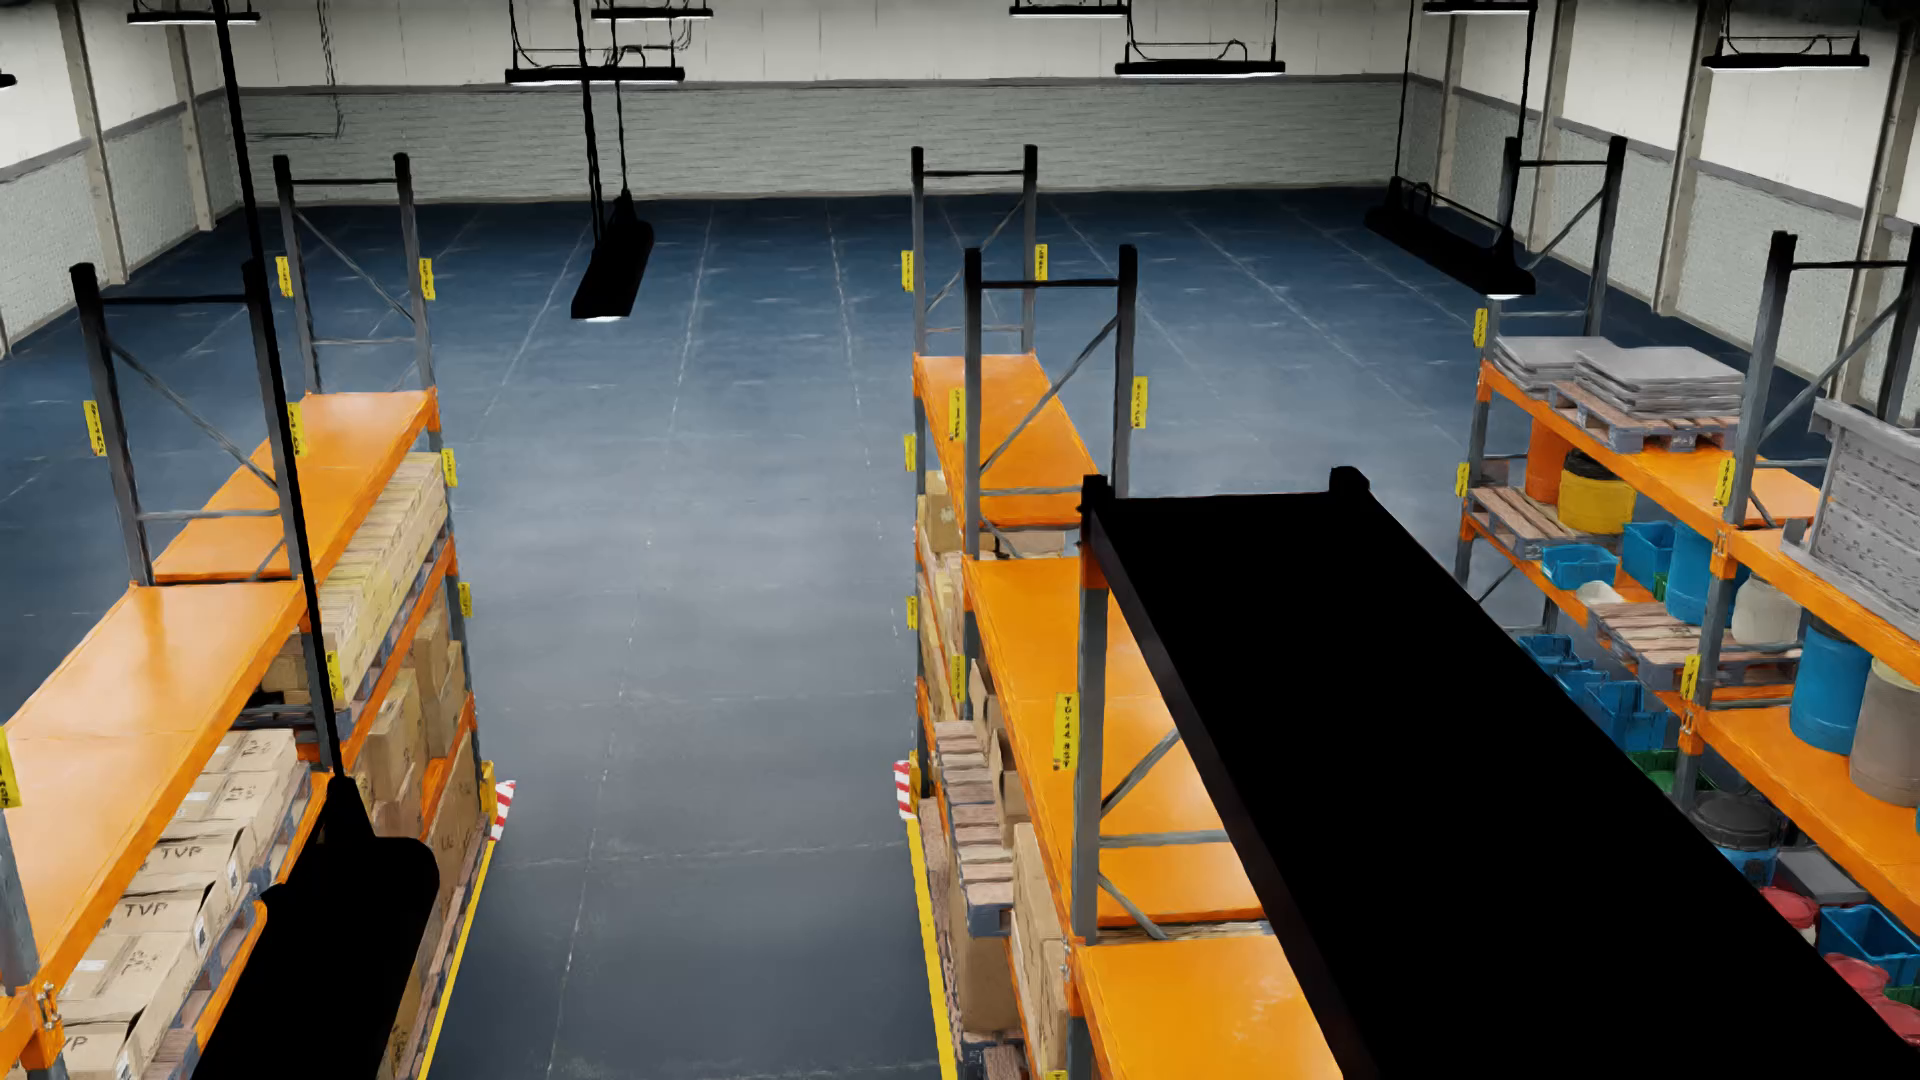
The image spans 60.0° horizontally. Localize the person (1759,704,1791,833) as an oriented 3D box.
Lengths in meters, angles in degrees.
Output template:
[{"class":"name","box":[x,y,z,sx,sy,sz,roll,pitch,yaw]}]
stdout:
[{"class":"person","box":[7.407,1.793,14.851,0.429,1.656,0.533,-15,26,-33]}]
